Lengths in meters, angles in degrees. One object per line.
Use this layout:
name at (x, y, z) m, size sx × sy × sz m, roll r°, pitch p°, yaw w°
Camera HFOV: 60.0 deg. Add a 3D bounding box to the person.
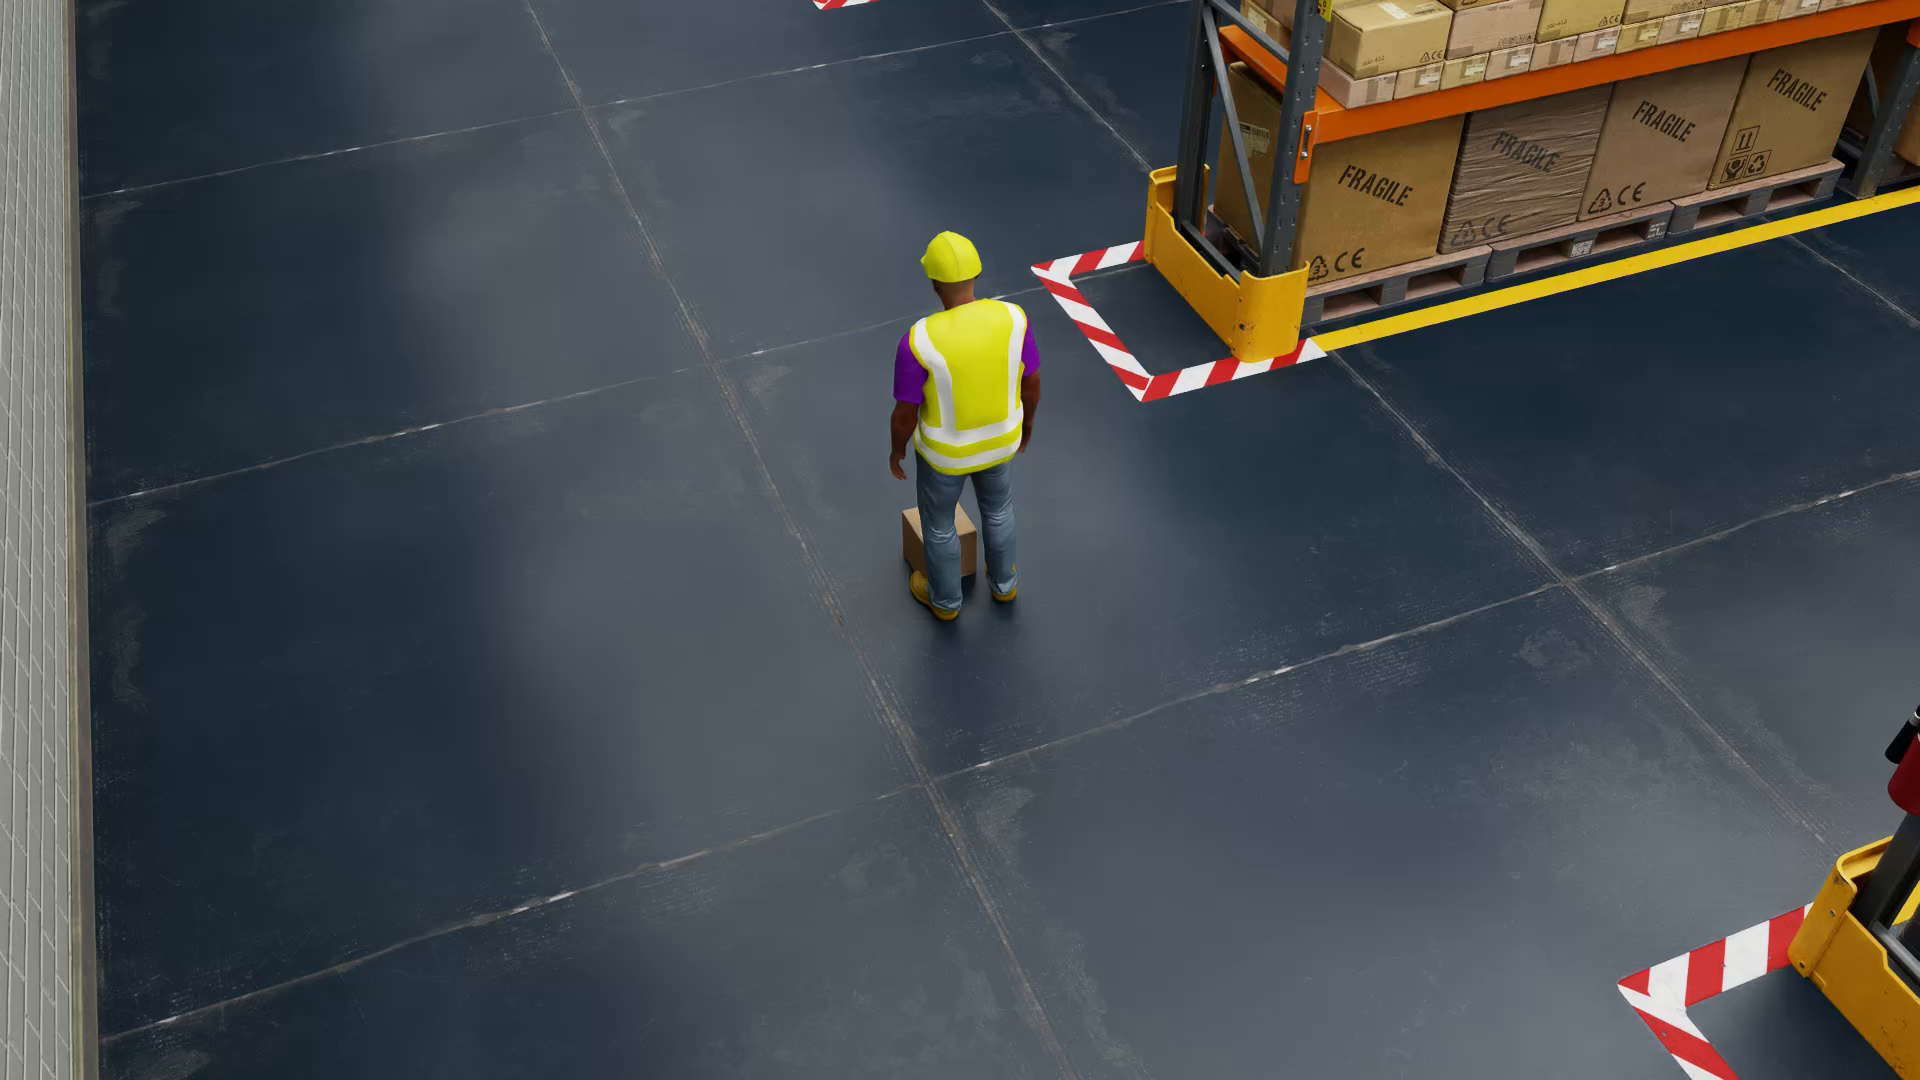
person at (0.014, -0.420, 6.620) m, size 0.628 × 1.761 × 0.457 m, roll -15°, pitch 44°, yaw -16°
